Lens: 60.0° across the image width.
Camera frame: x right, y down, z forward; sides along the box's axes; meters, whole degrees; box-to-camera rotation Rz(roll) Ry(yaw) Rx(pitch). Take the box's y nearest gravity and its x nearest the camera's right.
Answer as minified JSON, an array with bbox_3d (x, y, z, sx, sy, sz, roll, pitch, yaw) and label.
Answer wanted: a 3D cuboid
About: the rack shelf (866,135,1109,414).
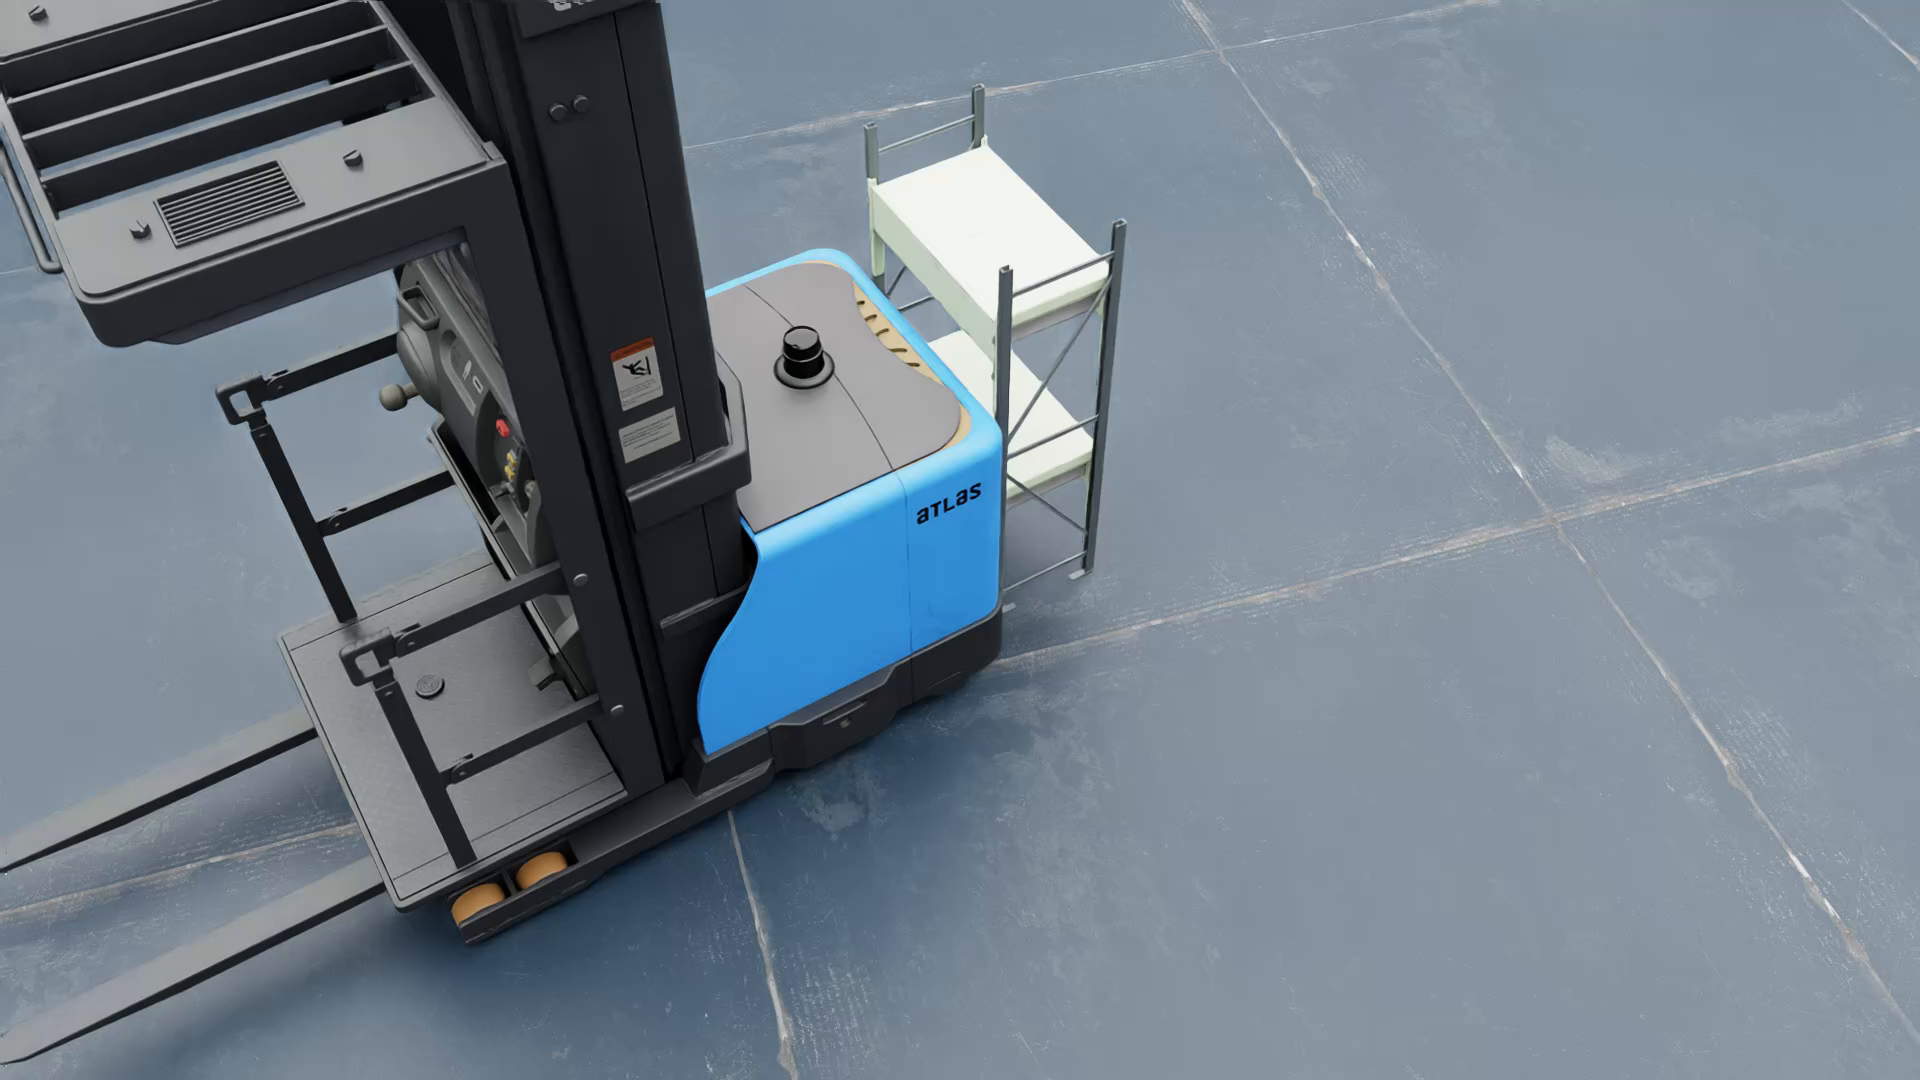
[{"bbox_3d":[0.088,-0.797,4.931,0.431,0.370,0.720,-25,54,-20],"label":"rack shelf"}]

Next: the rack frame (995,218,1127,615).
[{"bbox_3d":[0.278,-0.307,5.028,0.400,1.500,0.023,-25,54,-20],"label":"rack frame"}]

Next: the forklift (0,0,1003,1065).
[{"bbox_3d":[-1.389,-0.268,4.059,3.031,2.935,1.130,-25,54,-20],"label":"forklift"}]

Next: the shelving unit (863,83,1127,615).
[{"bbox_3d":[0.088,-0.546,5.229,0.431,1.500,0.755,-25,54,-20],"label":"shelving unit"}]

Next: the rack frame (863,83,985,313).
[{"bbox_3d":[-0.102,-0.785,5.431,0.400,1.500,0.023,-25,54,-20],"label":"rack frame"}]

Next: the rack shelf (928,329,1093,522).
[{"bbox_3d":[0.088,-0.336,5.478,0.431,0.370,0.720,-25,54,-20],"label":"rack shelf"}]
